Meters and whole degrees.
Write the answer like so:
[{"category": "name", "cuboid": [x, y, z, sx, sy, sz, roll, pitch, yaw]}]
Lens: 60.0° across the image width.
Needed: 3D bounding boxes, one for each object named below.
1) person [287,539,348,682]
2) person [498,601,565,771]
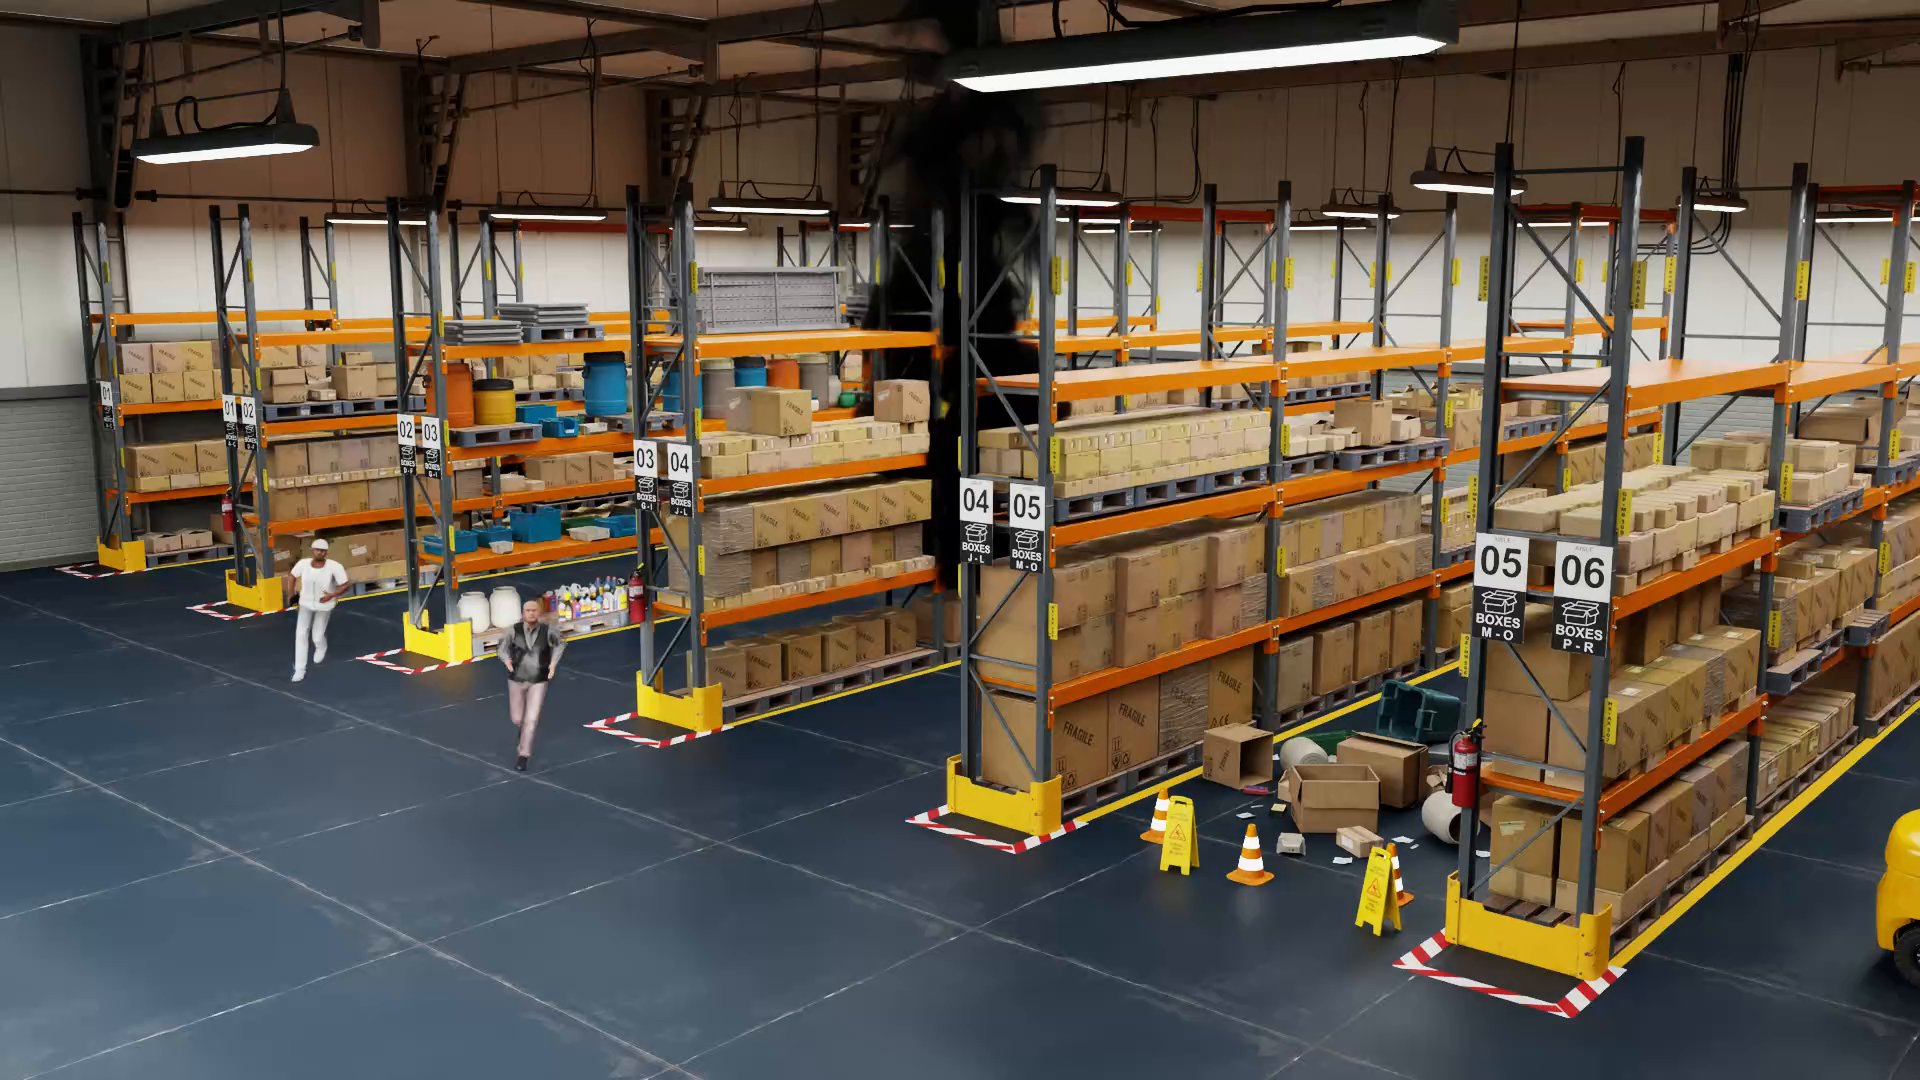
[{"category": "person", "cuboid": [-8.118, 0.844, 21.038, 0.740, 1.751, 0.852, -1, 10, -7]}, {"category": "person", "cuboid": [-4.472, 1.473, 17.374, 0.671, 1.709, 0.911, -1, 10, -8]}]
